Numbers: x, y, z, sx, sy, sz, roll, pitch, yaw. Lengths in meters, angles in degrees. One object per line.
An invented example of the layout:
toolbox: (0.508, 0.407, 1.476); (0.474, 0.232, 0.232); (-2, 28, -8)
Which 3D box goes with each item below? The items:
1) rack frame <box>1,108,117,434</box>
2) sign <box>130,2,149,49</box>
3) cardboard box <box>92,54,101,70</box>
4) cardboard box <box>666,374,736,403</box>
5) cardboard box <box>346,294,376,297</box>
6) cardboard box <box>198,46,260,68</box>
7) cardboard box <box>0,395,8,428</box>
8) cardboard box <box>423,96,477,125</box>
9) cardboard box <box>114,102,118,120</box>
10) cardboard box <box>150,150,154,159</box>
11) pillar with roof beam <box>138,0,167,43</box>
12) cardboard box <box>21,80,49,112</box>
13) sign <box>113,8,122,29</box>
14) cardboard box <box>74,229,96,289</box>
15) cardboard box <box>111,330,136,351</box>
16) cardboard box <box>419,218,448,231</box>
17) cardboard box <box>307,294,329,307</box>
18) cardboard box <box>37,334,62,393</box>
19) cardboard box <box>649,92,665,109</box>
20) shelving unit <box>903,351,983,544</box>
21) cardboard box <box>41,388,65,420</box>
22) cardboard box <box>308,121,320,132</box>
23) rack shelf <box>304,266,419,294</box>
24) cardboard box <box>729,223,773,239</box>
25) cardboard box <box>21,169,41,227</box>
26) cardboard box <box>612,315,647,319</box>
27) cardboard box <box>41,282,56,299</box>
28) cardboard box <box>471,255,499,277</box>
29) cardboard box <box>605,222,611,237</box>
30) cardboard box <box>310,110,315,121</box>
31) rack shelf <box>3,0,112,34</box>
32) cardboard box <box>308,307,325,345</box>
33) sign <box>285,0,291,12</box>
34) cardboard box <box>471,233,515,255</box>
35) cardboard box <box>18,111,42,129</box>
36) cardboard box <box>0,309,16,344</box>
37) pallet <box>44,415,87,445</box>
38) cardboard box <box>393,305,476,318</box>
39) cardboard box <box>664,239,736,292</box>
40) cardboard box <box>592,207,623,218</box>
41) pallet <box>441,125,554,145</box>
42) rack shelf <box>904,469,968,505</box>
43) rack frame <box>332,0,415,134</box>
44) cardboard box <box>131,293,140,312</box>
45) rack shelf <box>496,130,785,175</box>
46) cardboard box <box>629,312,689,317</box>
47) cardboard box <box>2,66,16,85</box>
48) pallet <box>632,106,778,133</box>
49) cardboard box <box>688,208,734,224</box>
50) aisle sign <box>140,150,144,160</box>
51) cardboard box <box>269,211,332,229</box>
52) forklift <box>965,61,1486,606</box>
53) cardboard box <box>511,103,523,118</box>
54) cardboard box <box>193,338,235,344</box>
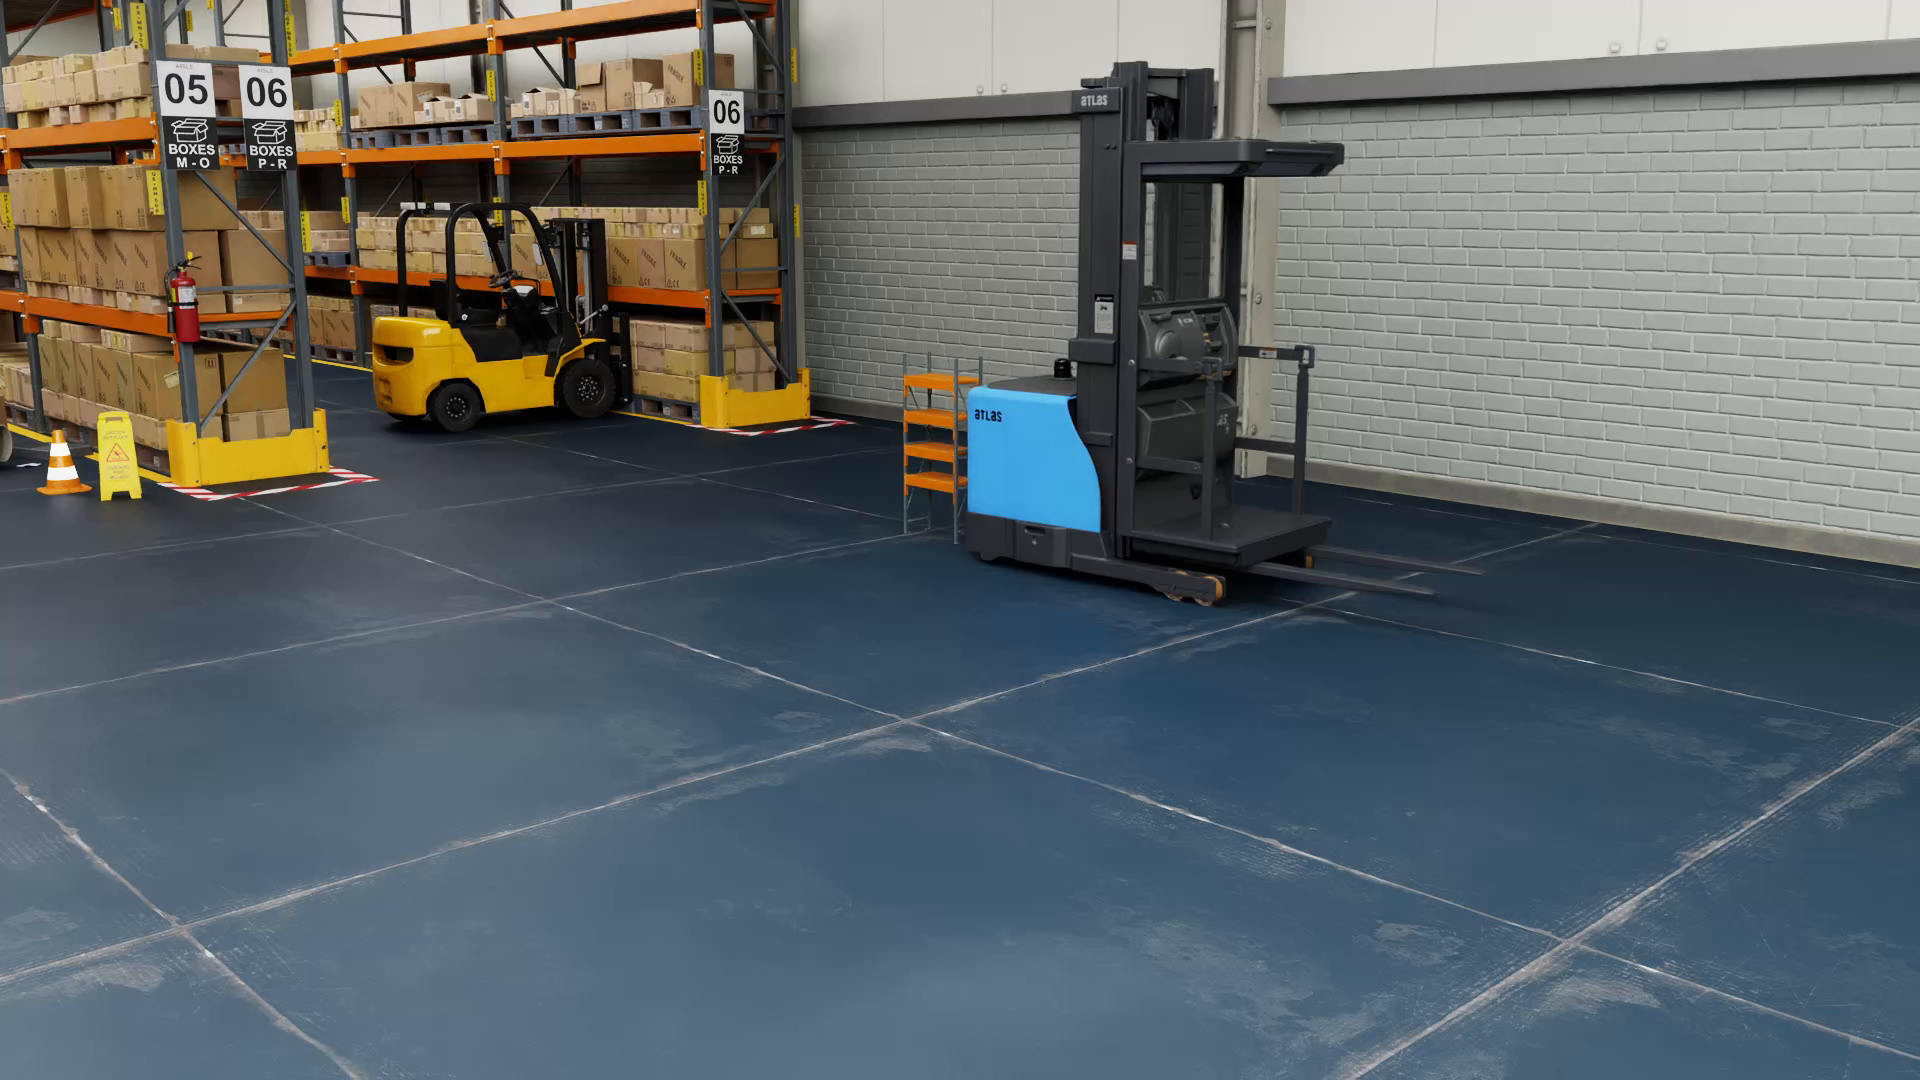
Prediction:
rack frame: (-8.405, -2.552, 15.862); (1.000, 3.000, 0.127); (-11, 16, -43)
sign: (-6.058, -3.796, 12.276); (0.100, 0.325, 0.005); (-11, 16, -43)
cardboard box: (-6.893, -3.913, 13.684); (0.250, 0.149, 0.380); (11, 16, 44)
cardboard box: (-2.608, -1.544, 16.743); (0.500, 0.250, 0.500); (-11, 16, -42)
cardboard box: (-8.444, -3.398, 23.516); (0.380, 0.149, 0.250); (-11, 16, -44)
cardboard box: (-5.741, -3.785, 13.061); (0.380, 0.149, 0.250); (-11, 16, -43)
cardboard box: (-8.649, -0.982, 14.435); (0.500, 0.500, 0.500); (-1, 12, -4)
cardboard box: (-6.024, -5.108, 19.768); (0.500, 0.311, 0.500); (11, 16, 43)
cardboard box: (-6.573, -3.448, 13.405); (0.380, 0.149, 0.250); (-11, 16, -42)
cardboard box: (-12.853, -6.228, 26.894); (0.380, 0.149, 0.250); (-11, 16, -42)
pillar with roof beam: (-17.428, -7.853, 26.725); (9.100, 9.000, 0.400); (-11, 16, -43)
cardboard box: (-7.936, -3.917, 14.689); (0.500, 0.250, 0.500); (-11, 16, -43)
sign: (-13.497, -8.354, 26.648); (0.100, 0.325, 0.005); (-11, 16, -43)
cardboard box: (-7.239, -2.427, 14.273); (0.500, 0.500, 0.500); (-11, 16, -42)
cardboard box: (-6.858, -1.674, 13.909); (0.380, 0.149, 0.250); (-11, 16, -42)
cardboard box: (-6.357, -3.840, 20.259); (0.250, 0.149, 0.380); (11, 16, 44)
cardboard box: (-9.000, -3.361, 23.337); (0.250, 0.149, 0.380); (11, 16, 42)
cardboard box: (-8.193, -1.654, 15.421); (0.500, 0.500, 0.500); (-10, 15, -40)
cardboard box: (-2.847, -4.339, 16.441); (0.250, 0.149, 0.380); (11, 16, 44)
shelving unit: (-0.114, -0.612, 10.908); (0.258, 1.200, 0.503); (-11, 16, -43)
cardboard box: (-8.193, -1.287, 15.497); (0.500, 0.250, 0.500); (11, 16, 43)
cardboard box: (-8.530, -5.549, 22.363); (0.380, 0.149, 0.250); (-11, 16, -43)
rack shelf: (-8.961, -3.767, 23.545); (1.077, 0.370, 4.000); (-11, 16, -43)
cardboard box: (-2.102, -3.112, 16.729); (0.250, 0.149, 0.380); (11, 16, 44)
cardboard box: (-7.921, -3.064, 14.887); (0.700, 0.500, 0.500); (-11, 16, -42)
cardboard box: (-3.656, -2.253, 17.711); (0.500, 0.250, 0.500); (-11, 16, -44)
cardboard box: (-8.208, -2.308, 15.304); (0.380, 0.149, 0.250); (-10, 15, -41)
cardboard box: (-5.355, -3.207, 19.418); (0.500, 0.250, 0.500); (-10, 16, -41)
cardboard box: (-3.508, -3.271, 17.499); (0.380, 0.149, 0.250); (-11, 16, -43)
cardboard box: (-8.502, -5.701, 22.362); (0.380, 0.149, 0.250); (-11, 16, -43)
rack shelf: (-9.786, -5.233, 16.787); (1.077, 0.370, 4.000); (-11, 16, -43)
cardboard box: (-8.729, -2.991, 23.150); (0.500, 0.500, 0.500); (-10, 15, -40)
sign: (-9.945, -7.963, 24.553); (0.100, 0.325, 0.005); (-11, 16, -43)
cardboard box: (-5.342, -3.451, 19.362); (0.500, 0.250, 0.500); (-11, 16, -44)
cardboard box: (-8.229, -3.772, 14.973); (0.380, 0.149, 0.250); (-11, 16, -42)
cardboard box: (-11.584, -2.413, 19.413); (0.875, 0.875, 0.875); (-11, 16, -43)
pallet: (-7.916, -1.093, 15.692); (1.003, 0.211, 1.213); (-11, 16, -43)
cardboard box: (-6.702, -2.683, 21.345); (0.875, 0.625, 0.625); (-10, 15, -41)
cardboard box: (-2.585, -2.744, 16.550); (0.500, 0.500, 0.500); (-11, 16, -44)
cardboard box: (-3.680, -3.457, 17.667); (0.380, 0.149, 0.250); (-11, 16, -42)
pallet: (-5.436, -4.746, 19.555); (1.217, 0.209, 0.805); (11, 16, 43)
rack shelf: (-0.114, -0.351, 10.961); (0.258, 0.148, 0.480); (-11, 16, -43)
rack frame: (-7.580, -6.766, 21.451); (1.000, 3.000, 0.127); (-11, 16, -43)
cardboard box: (-6.473, -1.931, 13.475); (0.380, 0.149, 0.250); (-11, 16, -44)
rack shelf: (-3.437, -4.069, 17.576); (1.077, 0.370, 4.000); (-11, 16, -43)
cardboard box: (-3.285, -2.328, 18.072); (0.500, 0.250, 0.500); (-11, 16, -44)
cardboard box: (-8.424, -4.197, 15.061); (0.380, 0.149, 0.250); (-11, 16, -44)
pallet: (-2.525, -4.193, 16.614); (1.003, 0.211, 1.213); (-11, 16, -43)
cardboard box: (-2.455, -3.195, 16.395); (0.380, 0.149, 0.250); (-11, 16, -42)
aisle sign: (-13.364, -6.237, 27.310); (0.394, 0.787, 0.004); (-11, 16, -43)
cardboard box: (-9.270, -4.374, 23.420); (0.700, 0.500, 0.500); (-11, 16, -43)
forklift: (1.476, -1.192, 9.435); (3.031, 2.935, 1.130); (10, 15, 40)
cardboard box: (-4.727, -4.737, 18.369); (0.380, 0.149, 0.250); (-10, 16, -41)
cardboard box: (-6.721, -1.504, 14.692); (0.500, 0.500, 0.500); (-10, 16, -41)
